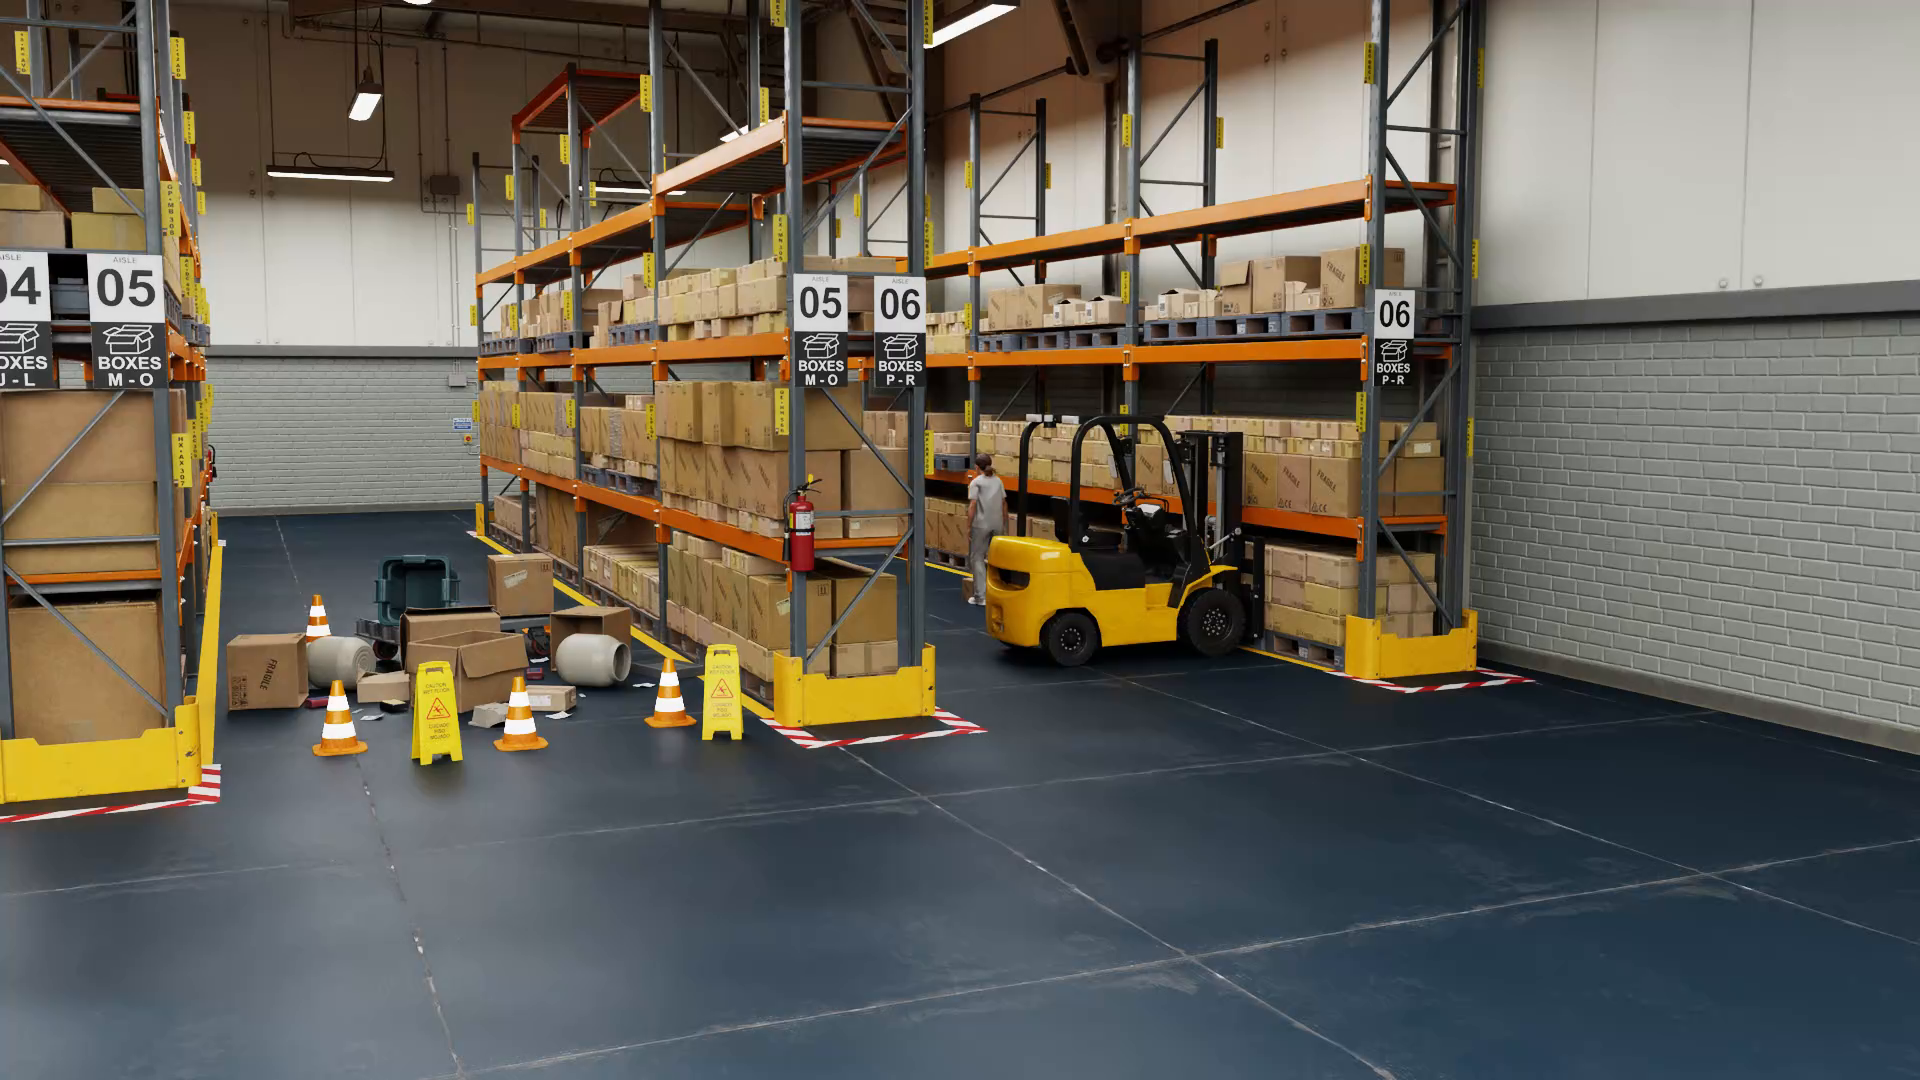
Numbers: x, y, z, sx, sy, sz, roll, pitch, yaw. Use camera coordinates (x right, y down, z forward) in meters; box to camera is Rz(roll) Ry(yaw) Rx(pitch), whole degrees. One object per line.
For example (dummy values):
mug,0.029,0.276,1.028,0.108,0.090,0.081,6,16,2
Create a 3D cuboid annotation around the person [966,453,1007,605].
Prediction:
person,0.299,-0.121,18.258,0.513,1.668,0.359,-3,6,-27
